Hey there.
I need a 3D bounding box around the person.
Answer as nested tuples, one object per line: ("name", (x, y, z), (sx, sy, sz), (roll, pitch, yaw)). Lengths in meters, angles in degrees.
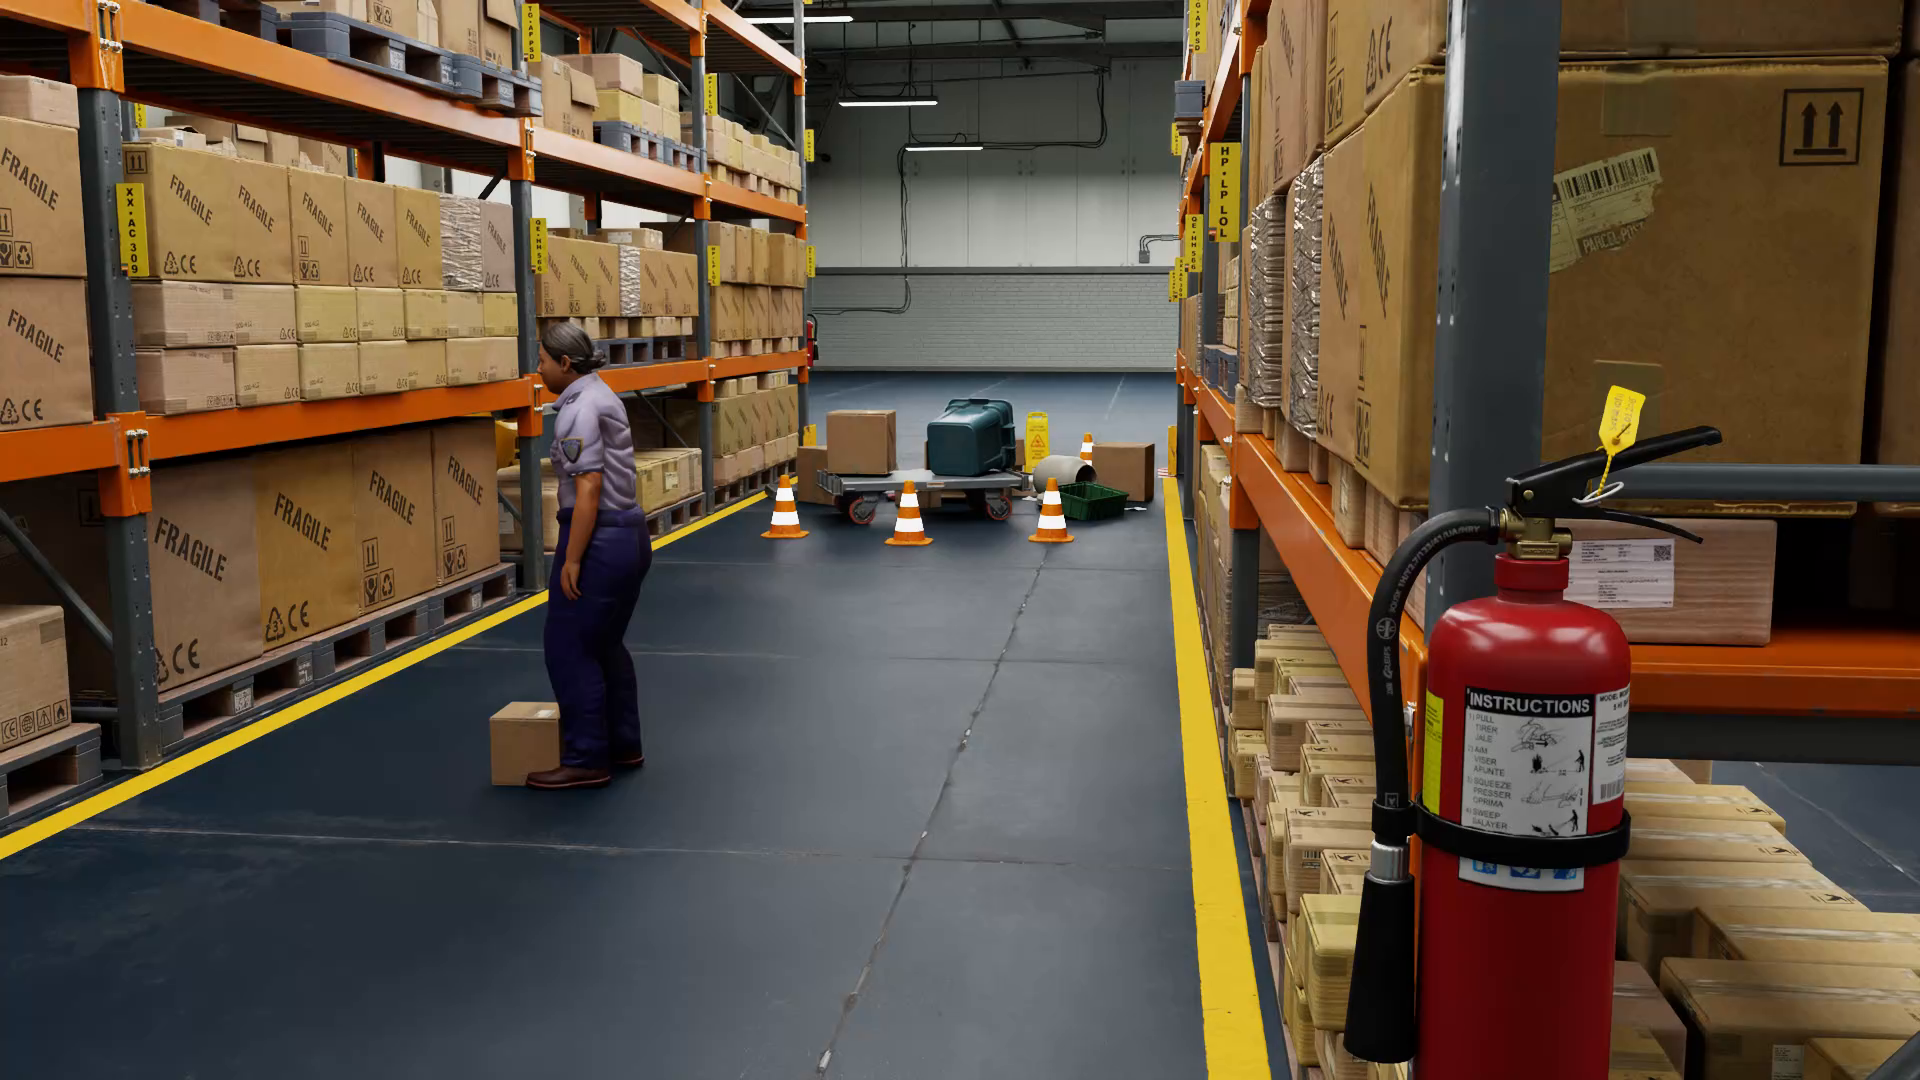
("person", (-1.336, 0.050, 5.961), (0.425, 1.650, 0.551), (0, 8, 3))
